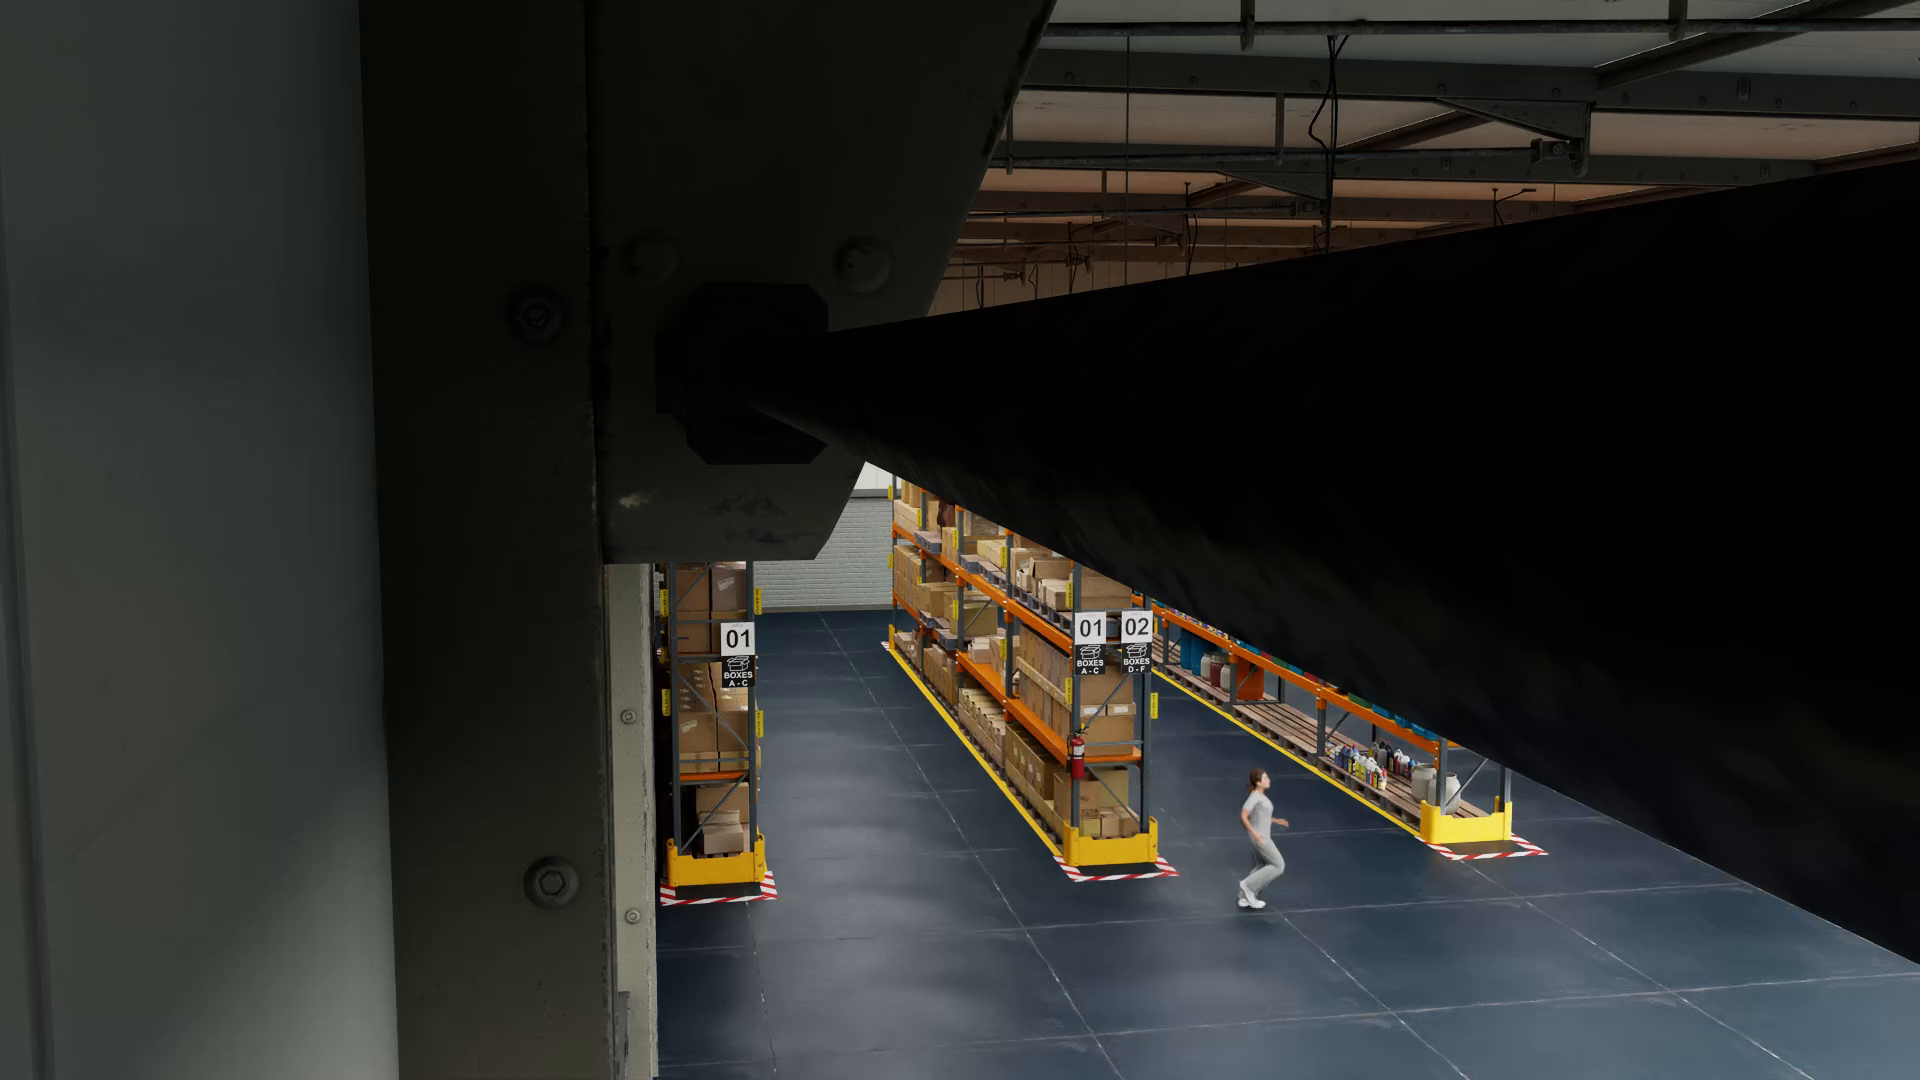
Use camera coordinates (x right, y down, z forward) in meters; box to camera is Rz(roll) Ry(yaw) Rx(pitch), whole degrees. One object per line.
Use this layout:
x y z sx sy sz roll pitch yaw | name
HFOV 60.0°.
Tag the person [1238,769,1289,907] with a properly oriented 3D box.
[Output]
3.503 3.444 19.166 0.563 1.629 0.554 1 6 13 | person
